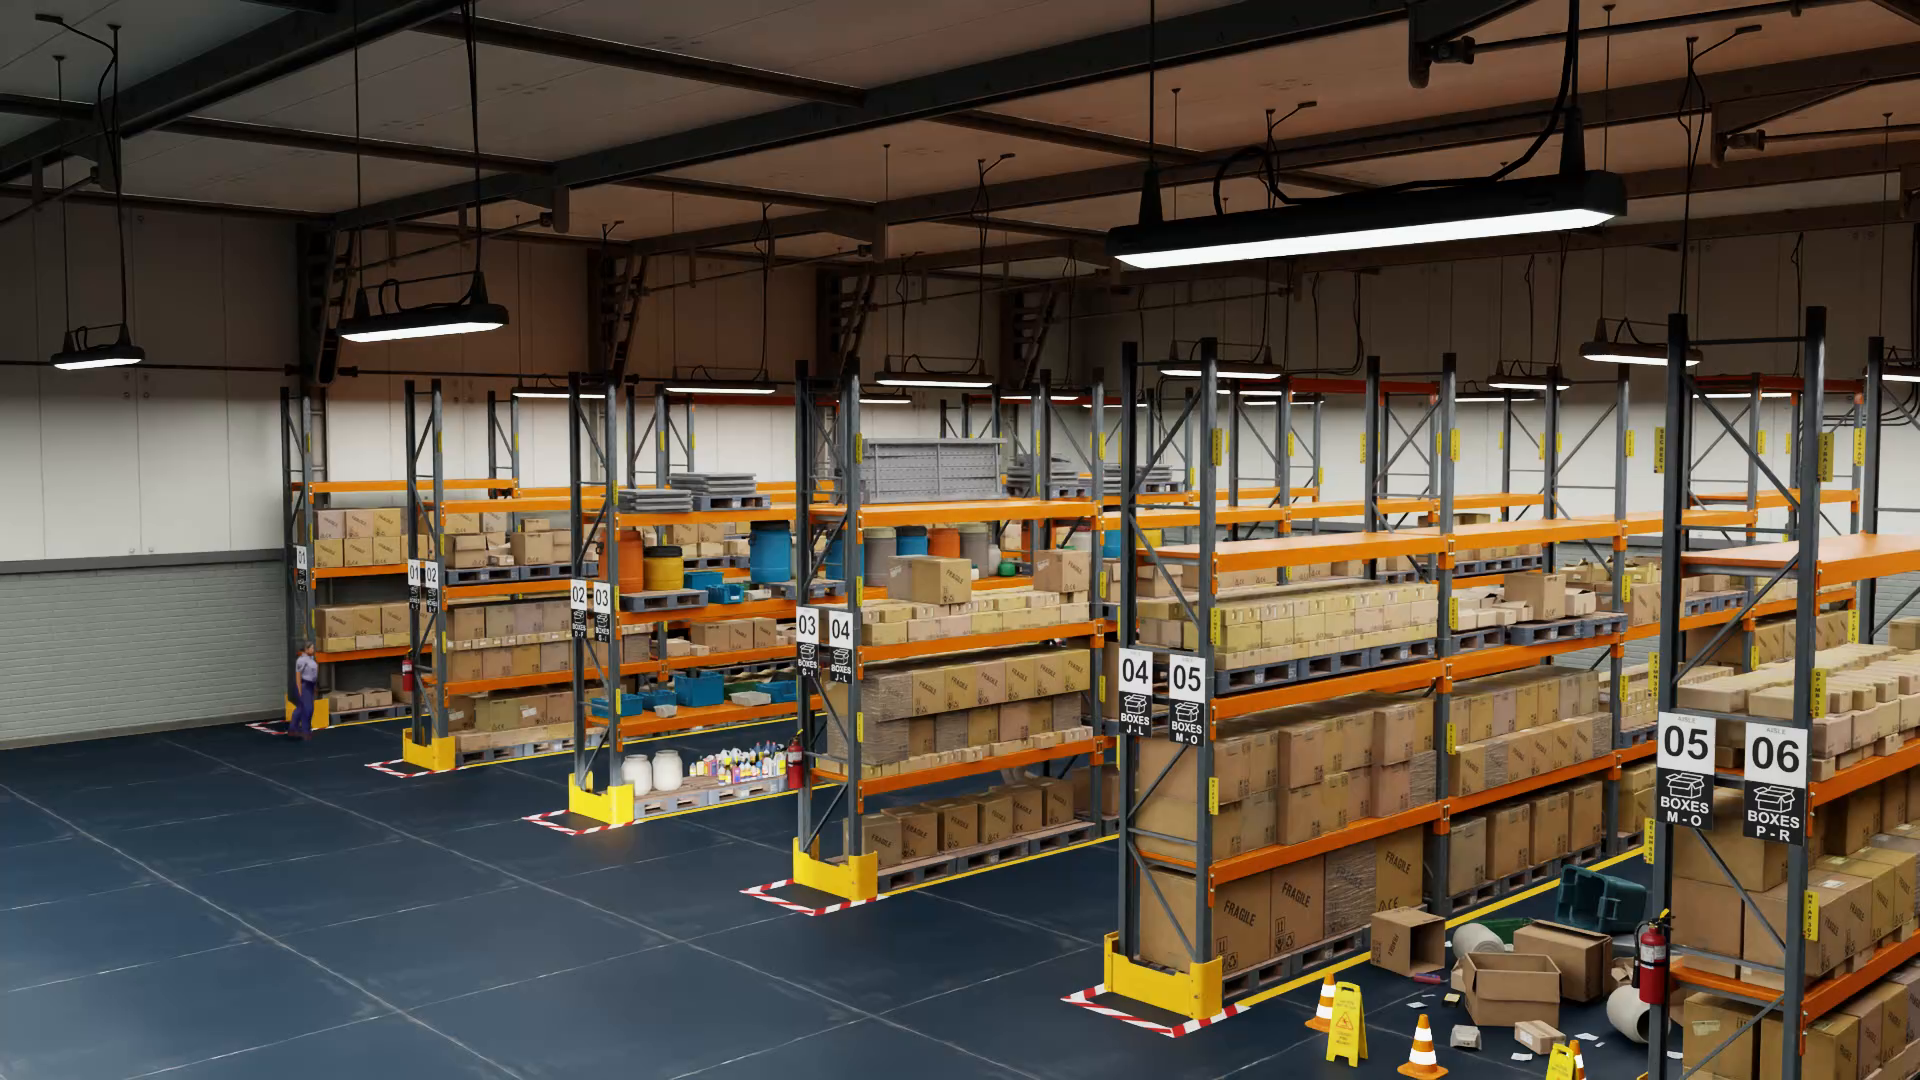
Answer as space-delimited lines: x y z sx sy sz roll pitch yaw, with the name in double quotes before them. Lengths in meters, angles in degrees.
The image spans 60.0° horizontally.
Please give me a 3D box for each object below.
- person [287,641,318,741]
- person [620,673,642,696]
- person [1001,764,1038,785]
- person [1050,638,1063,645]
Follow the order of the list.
"person" -11.189 2.571 28.251 0.527 1.699 0.566 0 4 -2
"person" -6.047 2.346 30.203 0.582 1.733 0.866 2 4 30
"person" 0.883 2.851 23.033 0.671 1.700 0.598 -2 4 -25
"person" 1.831 2.173 33.149 0.567 1.800 0.389 1 4 21
